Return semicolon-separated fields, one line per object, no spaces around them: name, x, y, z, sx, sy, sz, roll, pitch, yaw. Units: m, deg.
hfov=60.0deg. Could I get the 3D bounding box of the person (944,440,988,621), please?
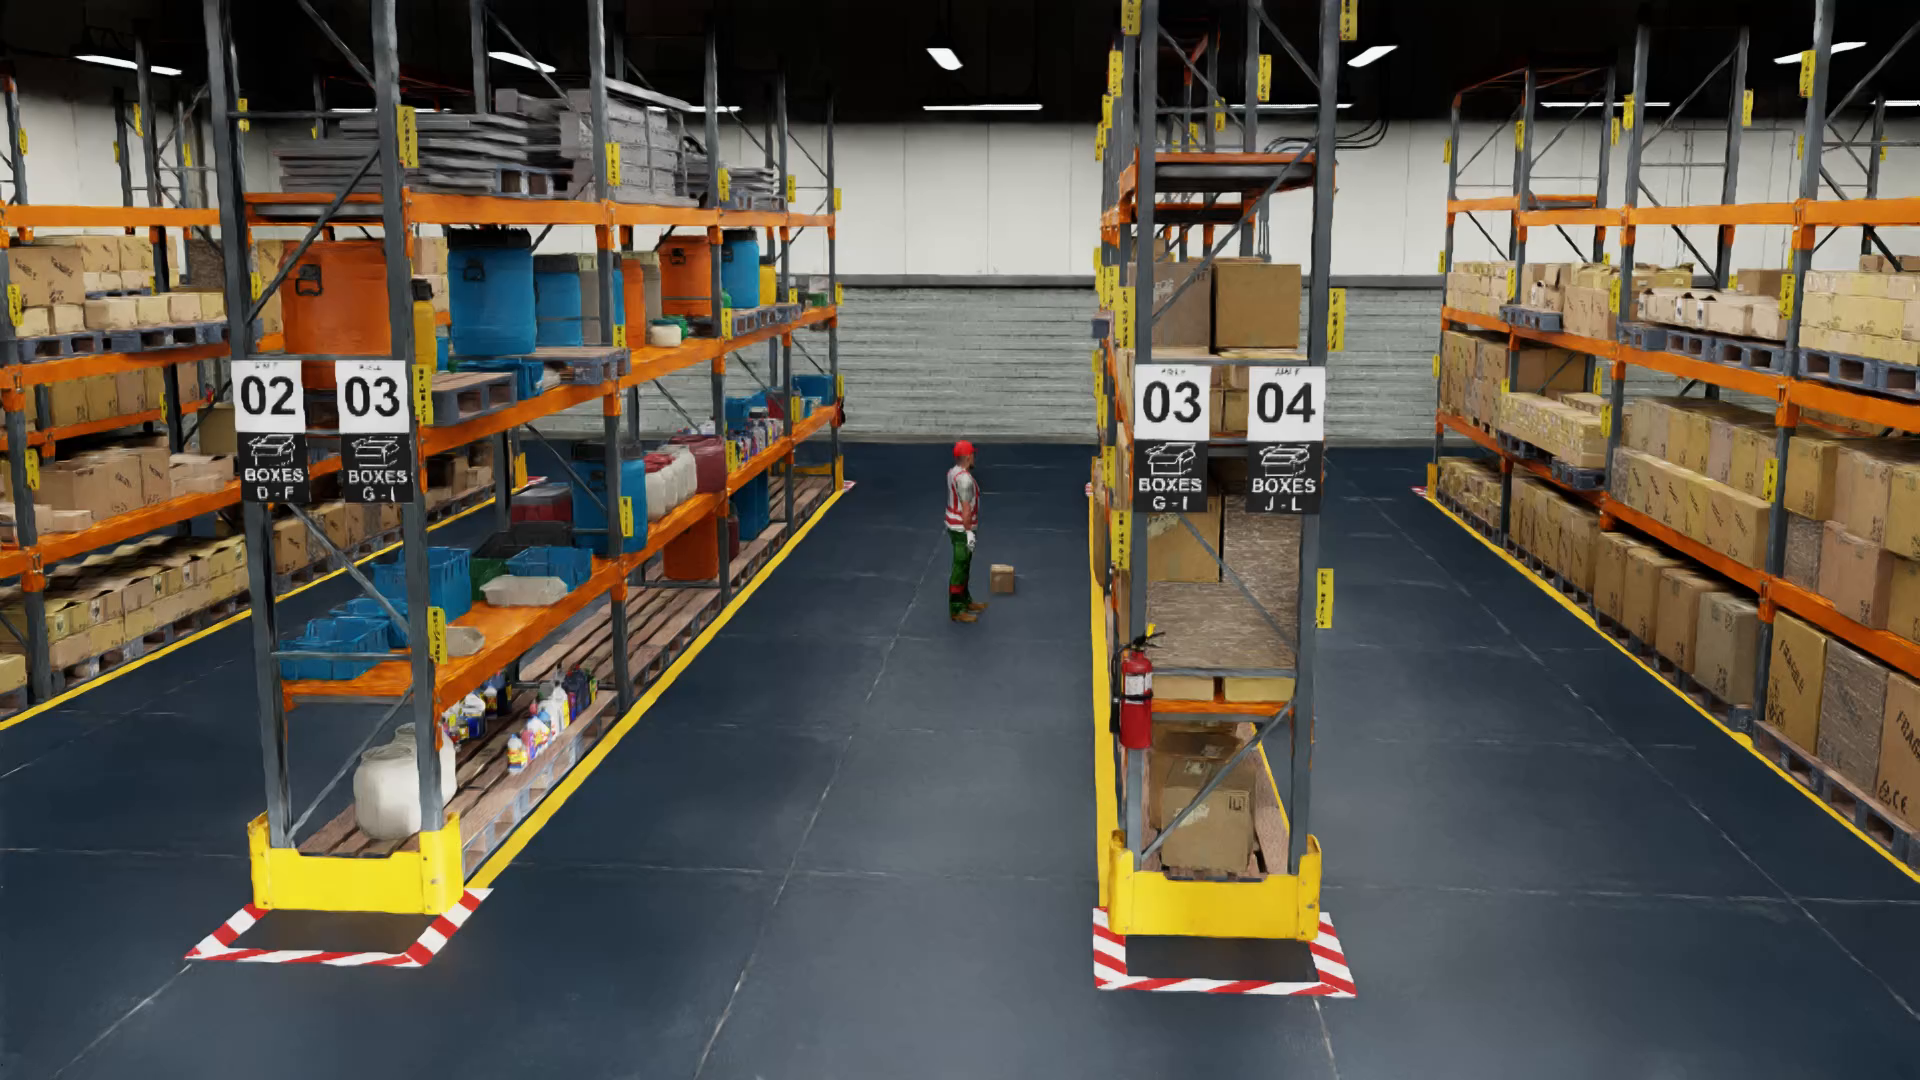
person;0.085;-0.115;16.800;0.465;1.794;0.620;-2;11;-12
